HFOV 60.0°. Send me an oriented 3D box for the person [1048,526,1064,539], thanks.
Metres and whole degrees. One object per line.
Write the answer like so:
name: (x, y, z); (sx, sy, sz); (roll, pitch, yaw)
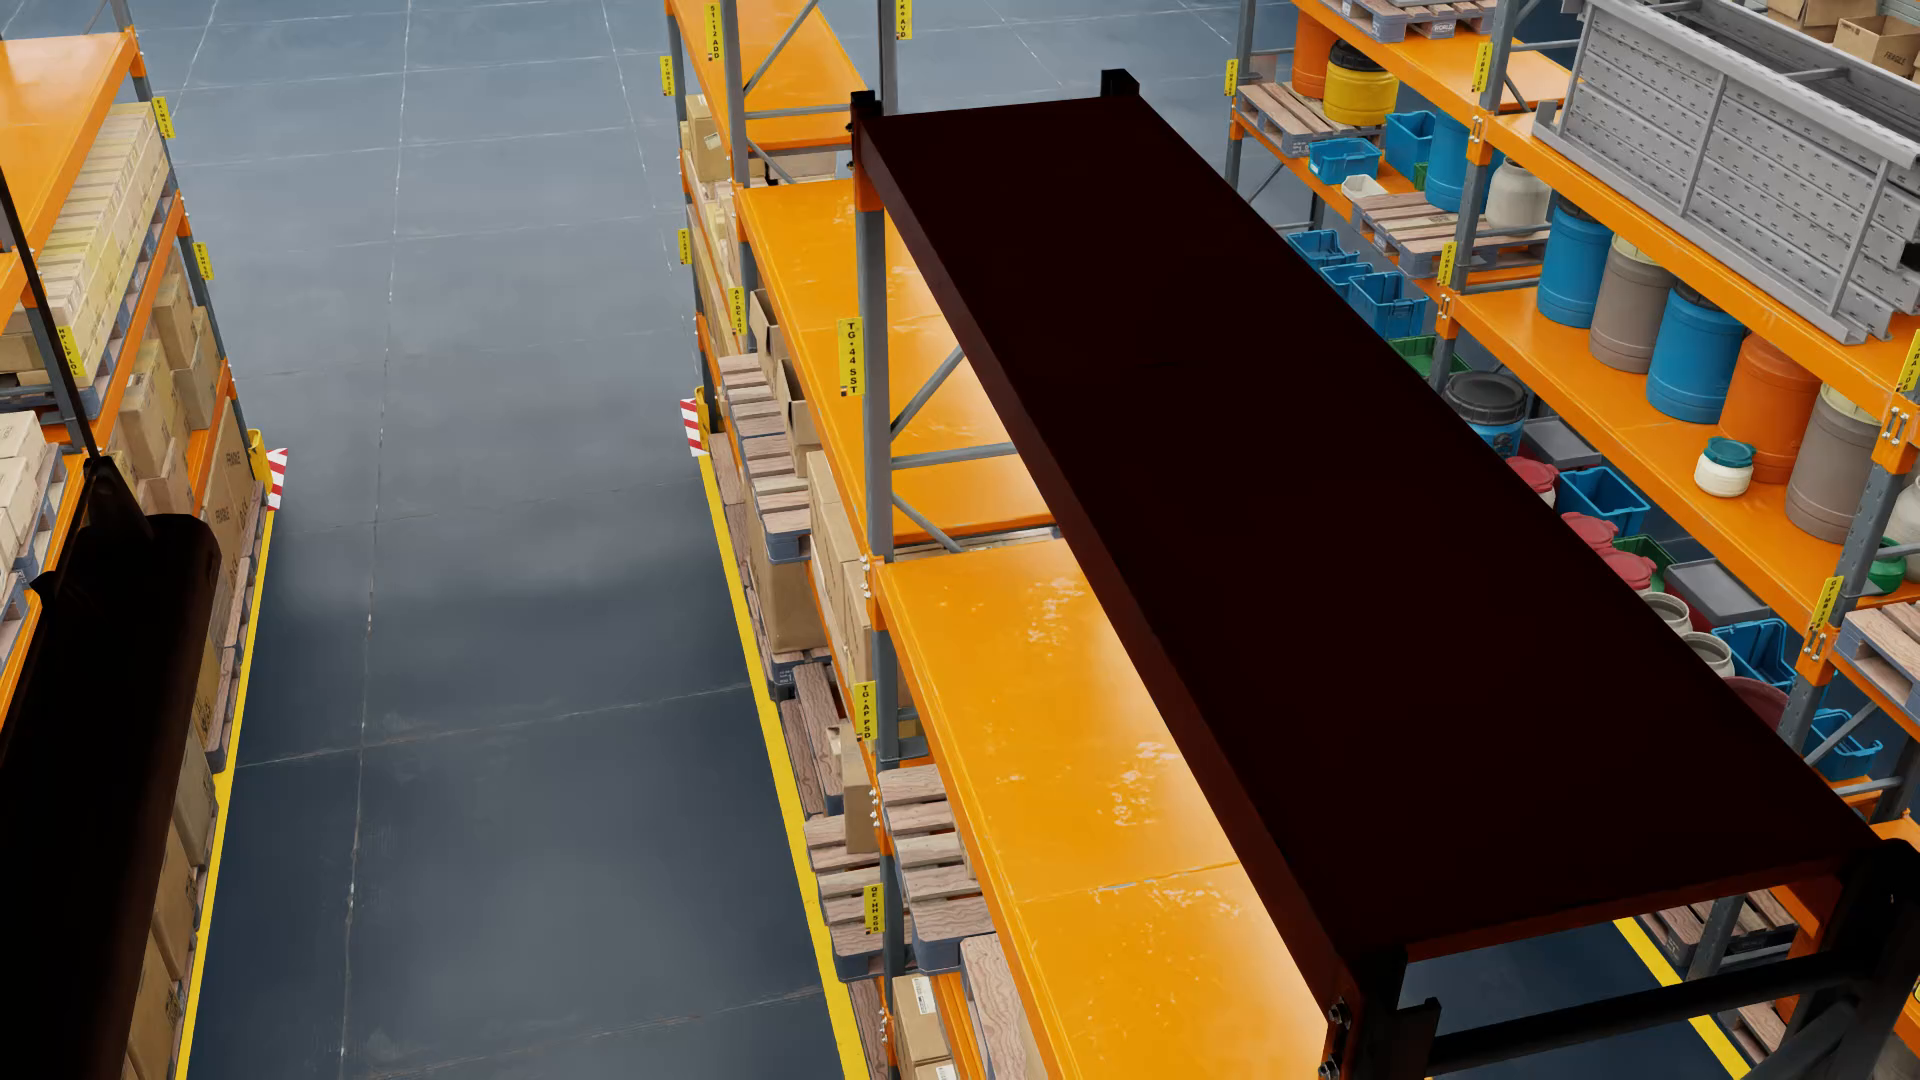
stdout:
person: (0.485, -0.057, 12.729); (0.617, 1.683, 0.860); (-16, 38, -22)
